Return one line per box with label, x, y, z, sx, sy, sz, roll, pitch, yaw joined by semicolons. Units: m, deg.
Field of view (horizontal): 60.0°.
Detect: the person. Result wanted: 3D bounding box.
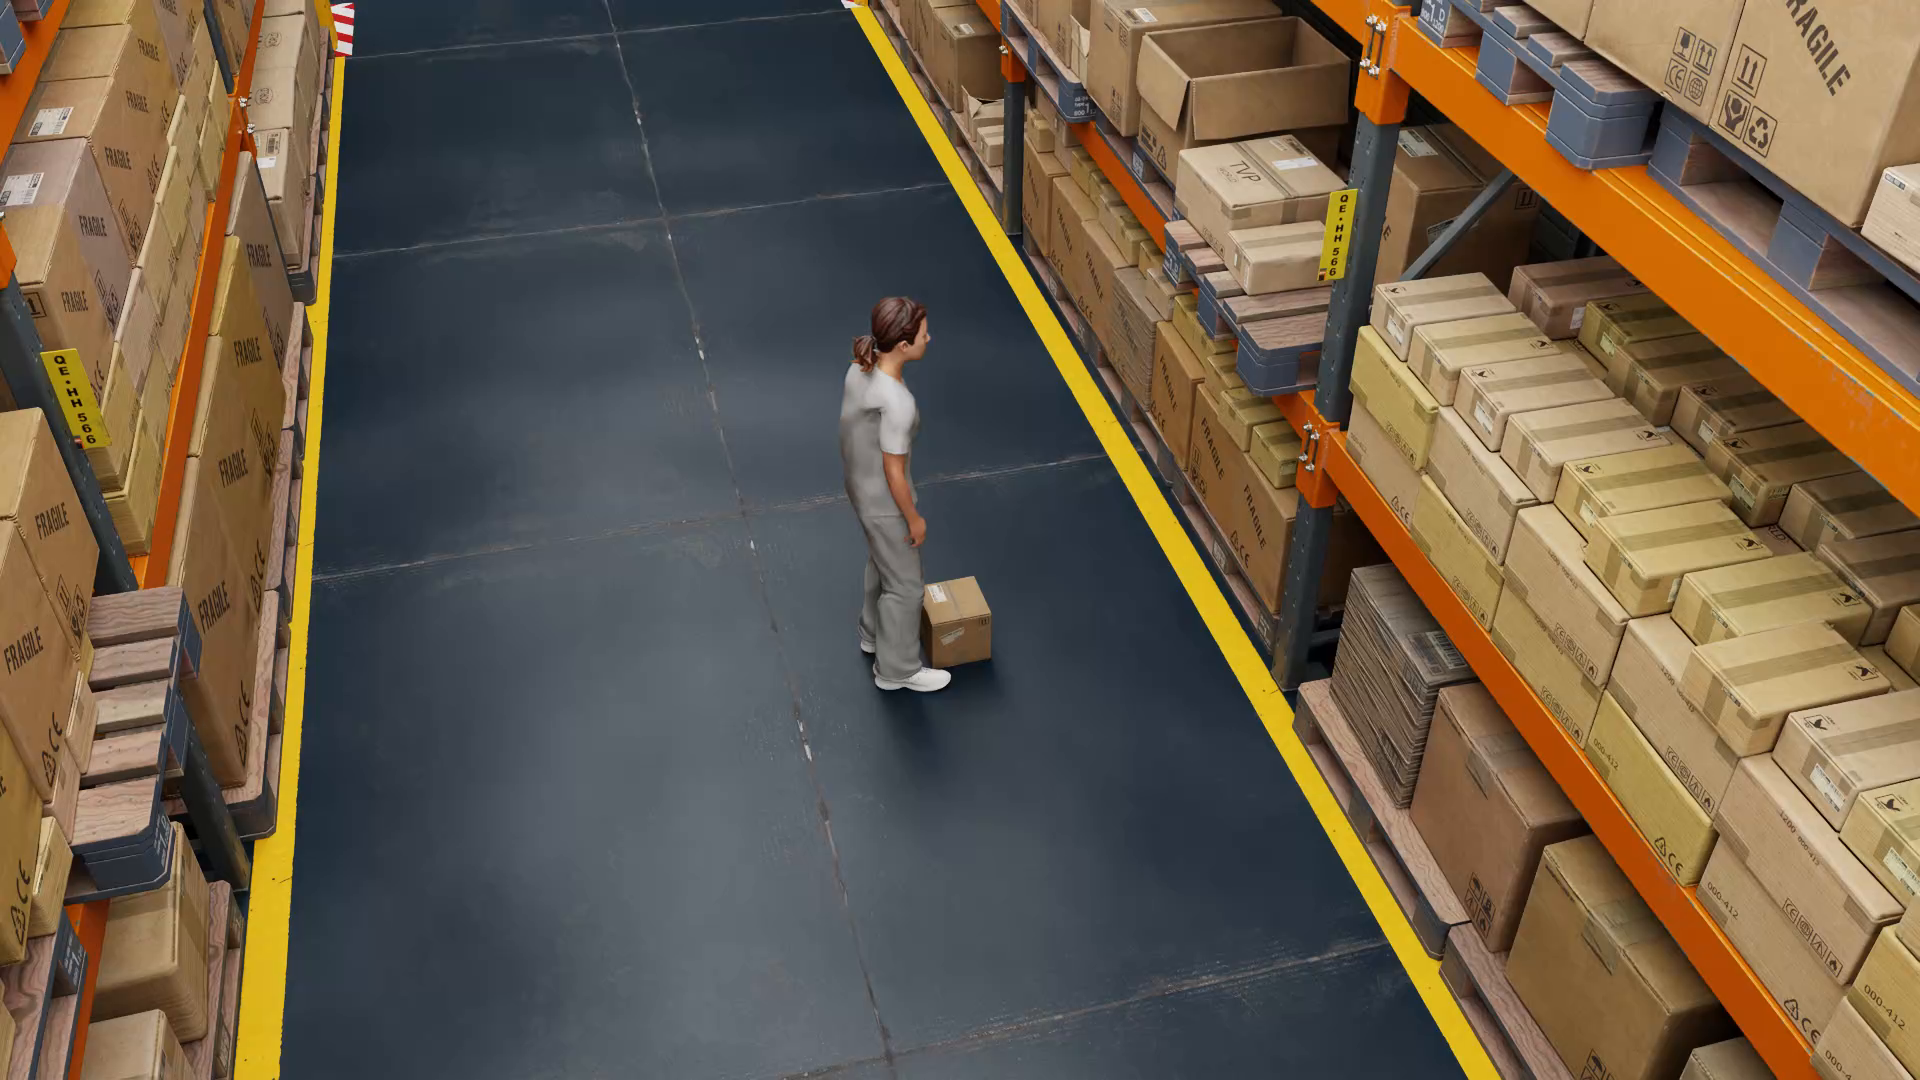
person;-0.264;-0.173;6.373;0.351;1.673;0.505;-11;40;-13
